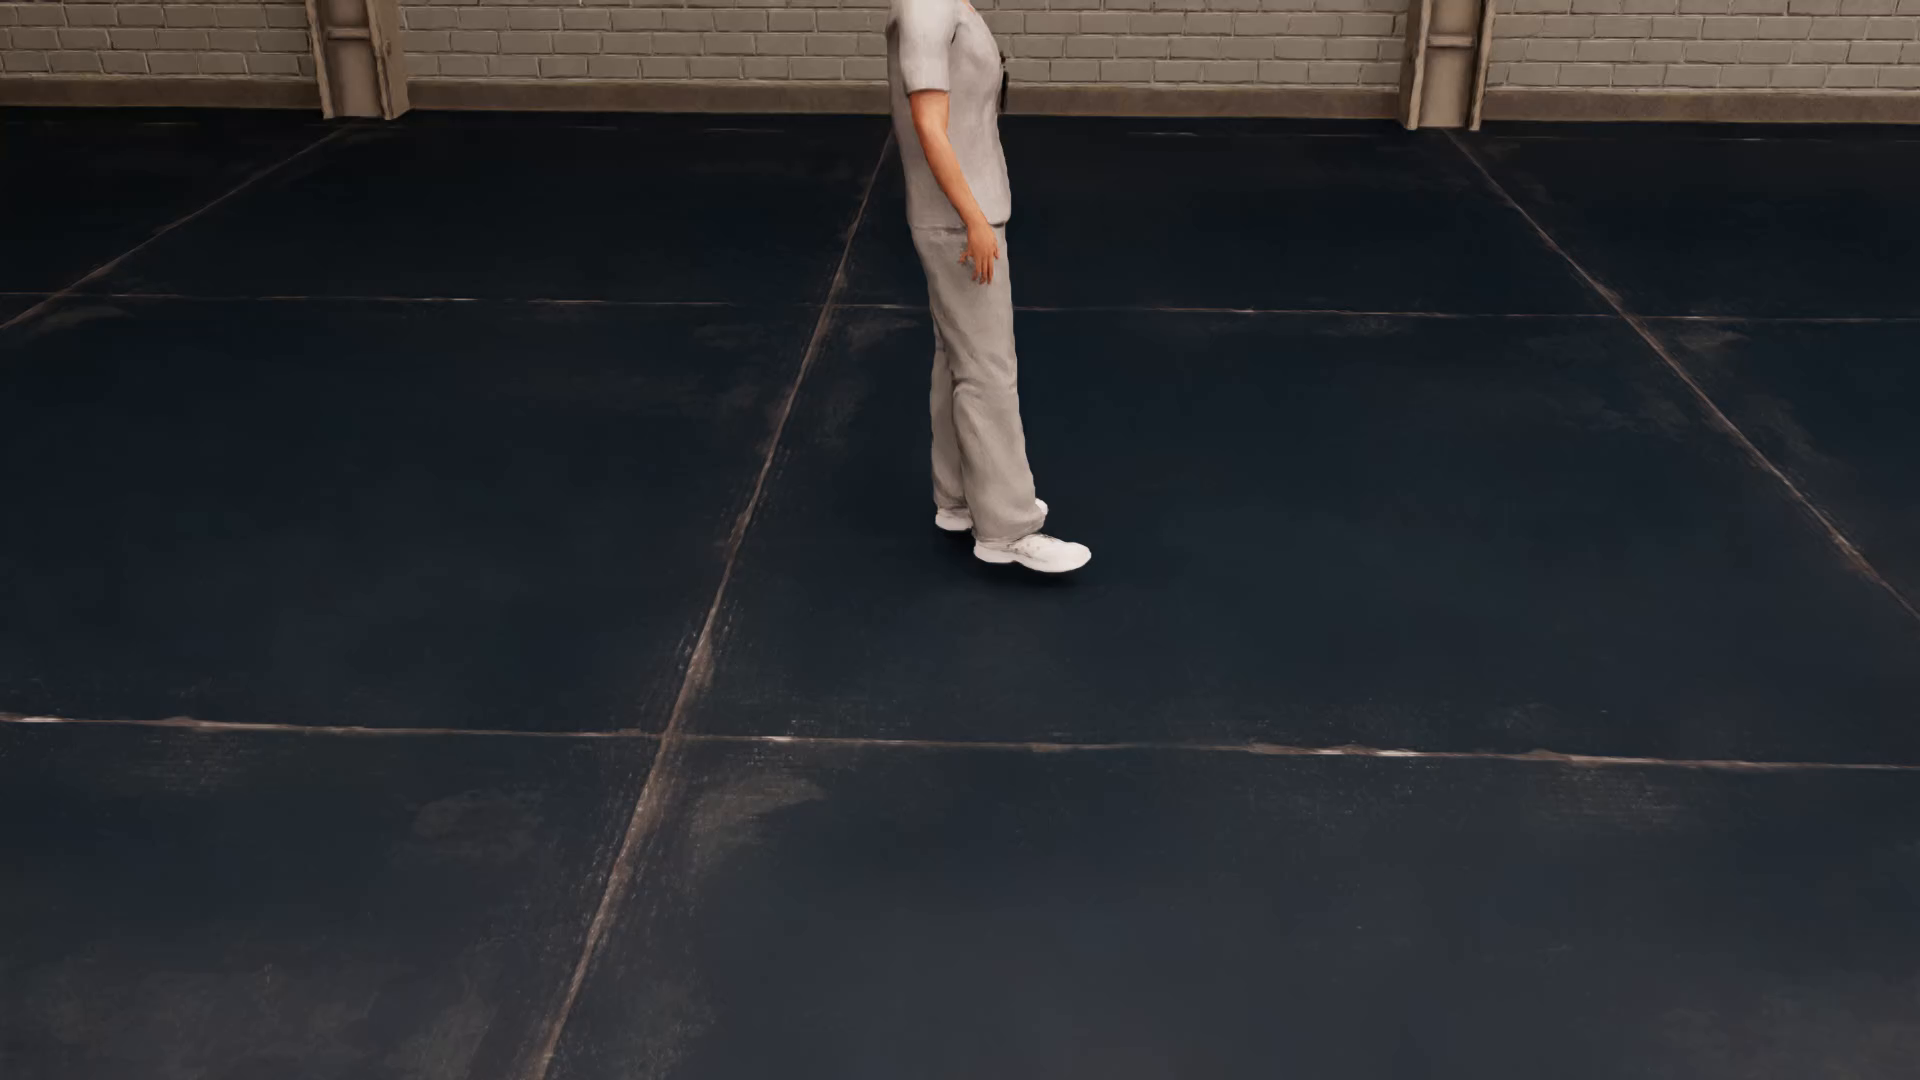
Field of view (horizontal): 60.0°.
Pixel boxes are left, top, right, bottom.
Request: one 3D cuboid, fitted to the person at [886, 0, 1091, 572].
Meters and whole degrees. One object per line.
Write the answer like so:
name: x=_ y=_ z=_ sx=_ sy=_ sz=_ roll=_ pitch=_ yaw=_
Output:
person: x=0.080 y=-0.781 z=4.118 sx=0.534 sy=1.662 sz=0.550 roll=1 pitch=26 yaw=2
